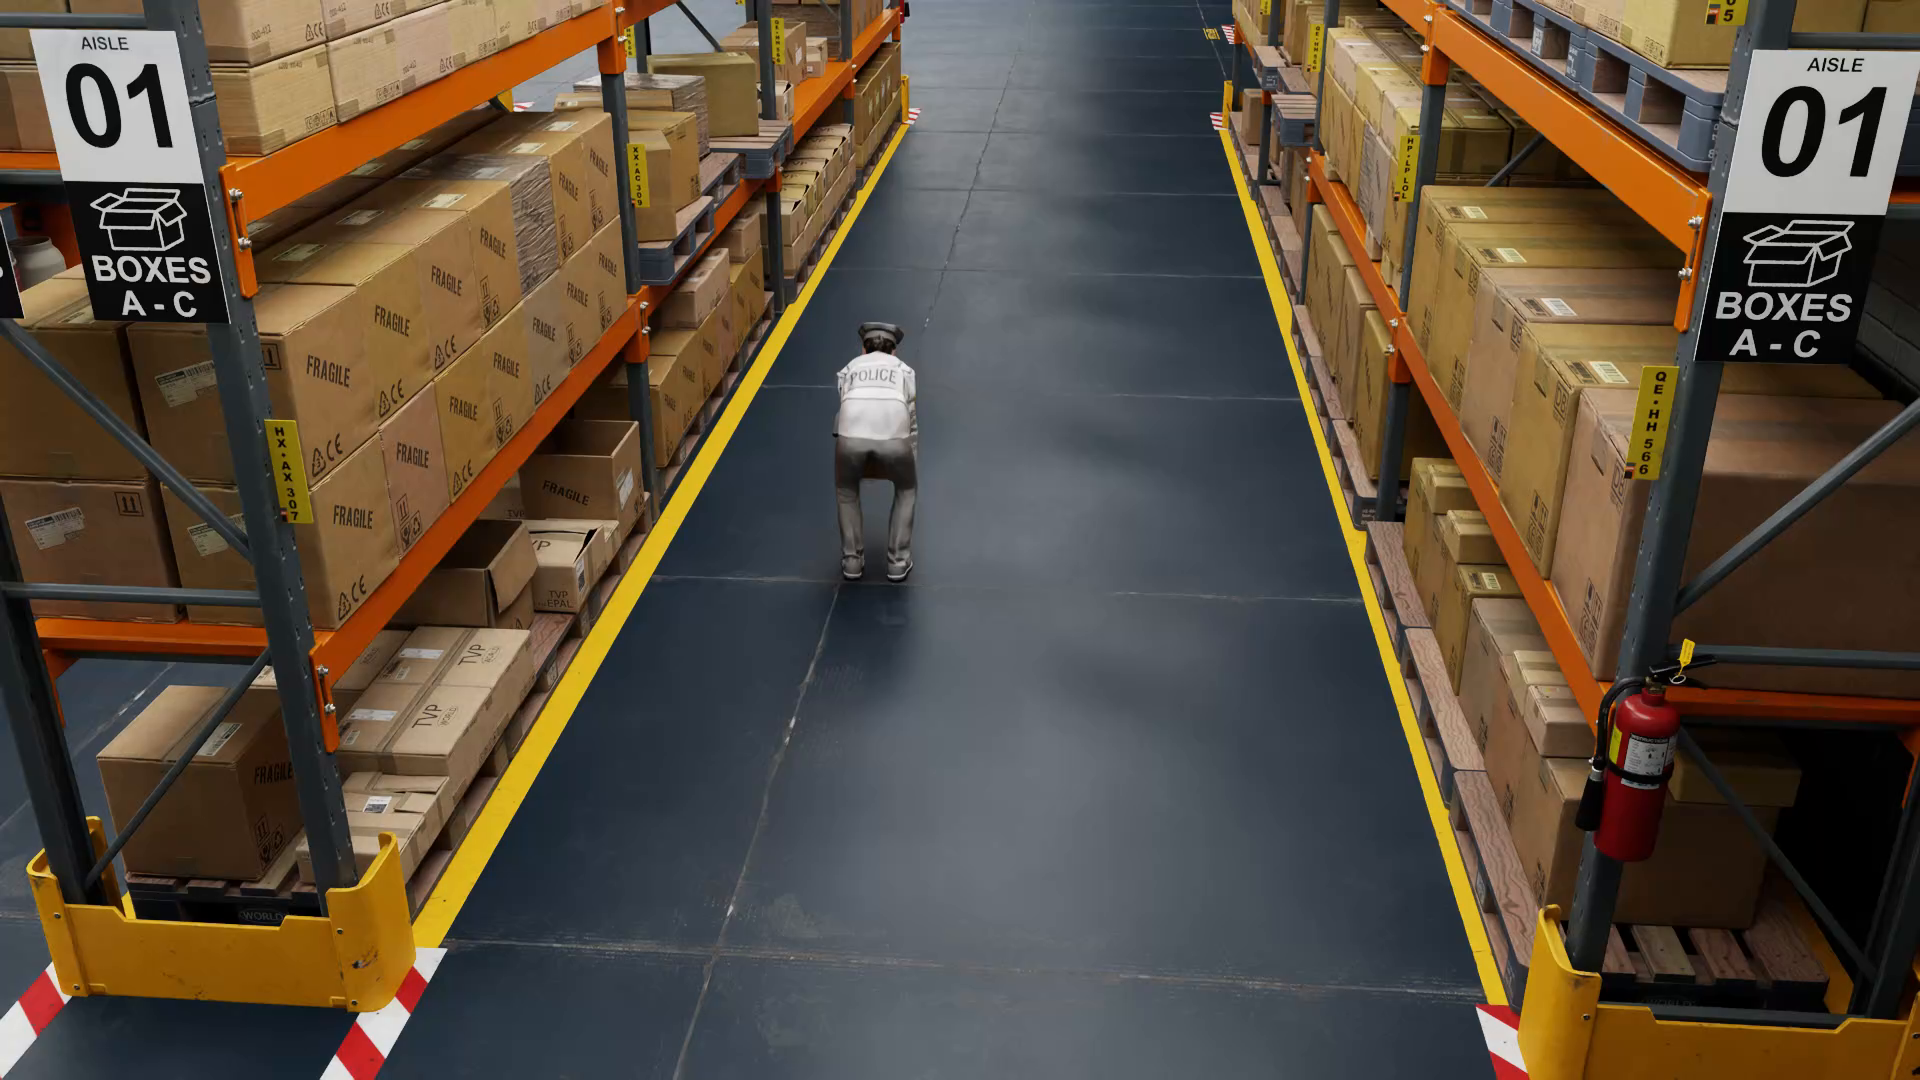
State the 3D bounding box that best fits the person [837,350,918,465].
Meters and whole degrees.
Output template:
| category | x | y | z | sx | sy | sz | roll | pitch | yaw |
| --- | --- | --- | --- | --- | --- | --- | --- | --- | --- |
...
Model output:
| category | x | y | z | sx | sy | sz | roll | pitch | yaw |
| --- | --- | --- | --- | --- | --- | --- | --- | --- | --- |
| person | -0.437 | -0.583 | 8.495 | 0.412 | 0.653 | 0.681 | 1 | 25 | 2 |
